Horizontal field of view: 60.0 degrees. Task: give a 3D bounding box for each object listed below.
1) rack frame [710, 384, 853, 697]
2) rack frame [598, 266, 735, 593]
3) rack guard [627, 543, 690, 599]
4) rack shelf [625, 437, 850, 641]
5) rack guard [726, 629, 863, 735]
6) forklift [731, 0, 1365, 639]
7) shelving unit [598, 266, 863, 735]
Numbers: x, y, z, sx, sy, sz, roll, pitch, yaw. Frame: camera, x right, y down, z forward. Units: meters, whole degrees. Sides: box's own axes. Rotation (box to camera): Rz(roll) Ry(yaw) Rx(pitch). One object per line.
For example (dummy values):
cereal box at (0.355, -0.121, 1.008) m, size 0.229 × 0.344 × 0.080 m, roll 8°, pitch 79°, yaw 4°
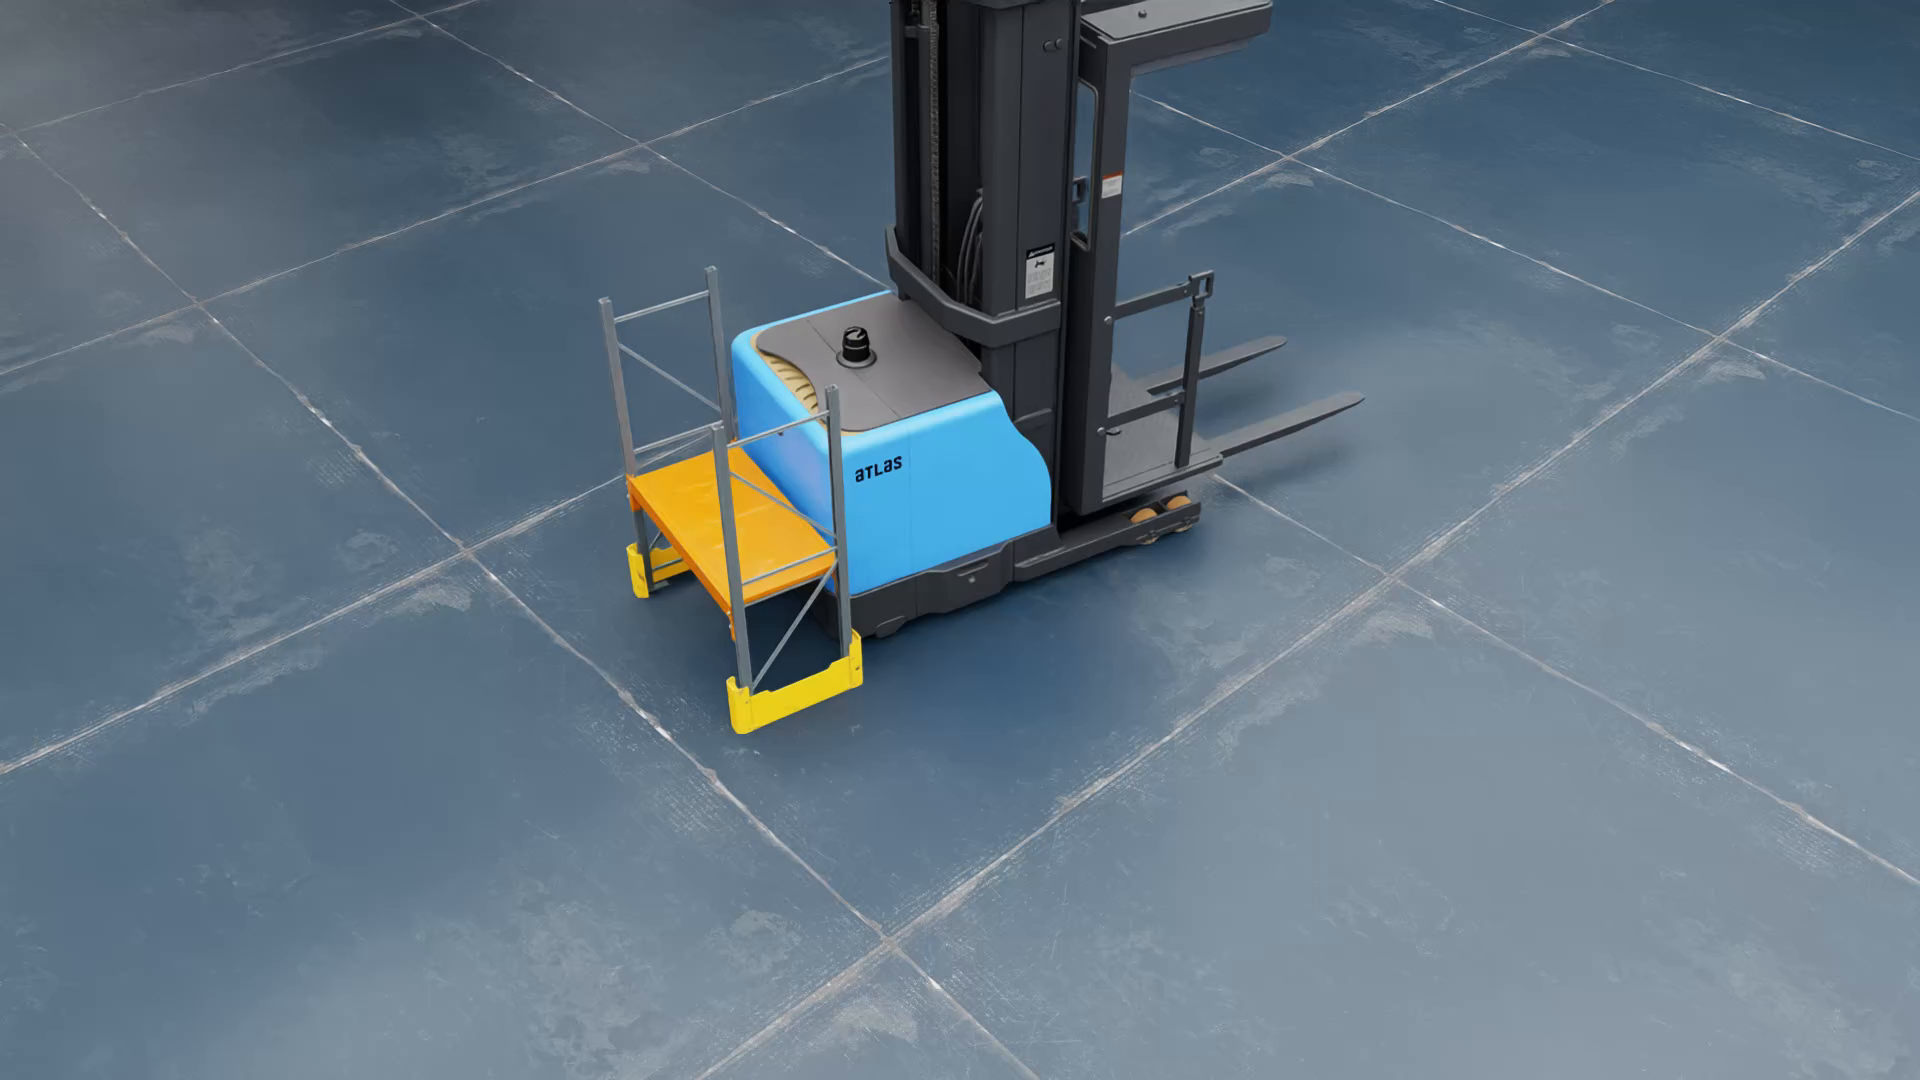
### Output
rack frame at (-0.661, 0.105, 6.426) m, size 0.500 × 1.500 × 0.032 m, roll -22°, pitch 44°, yaw -24°
rack frame at (-1.202, -0.435, 7.095) m, size 0.500 × 1.500 × 0.032 m, roll -22°, pitch 44°, yaw -24°
rack guard at (-1.202, 0.051, 7.487) m, size 0.587 × 0.250 × 0.087 m, roll -22°, pitch 44°, yaw -24°
rack shelf at (-0.932, -0.025, 6.874) m, size 0.538 × 0.185 × 1.000 m, roll -22°, pitch 44°, yaw -24°
rack guard at (-0.671, 0.581, 6.831) m, size 0.587 × 0.250 × 0.087 m, roll -22°, pitch 44°, yaw -24°
forklift at (0.538, -1.388, 7.136) m, size 3.031 × 2.935 × 1.130 m, roll -20°, pitch 43°, yaw -23°
shelving unit at (-0.937, -0.170, 6.767) m, size 0.587 × 1.500 × 1.083 m, roll -22°, pitch 44°, yaw -24°
